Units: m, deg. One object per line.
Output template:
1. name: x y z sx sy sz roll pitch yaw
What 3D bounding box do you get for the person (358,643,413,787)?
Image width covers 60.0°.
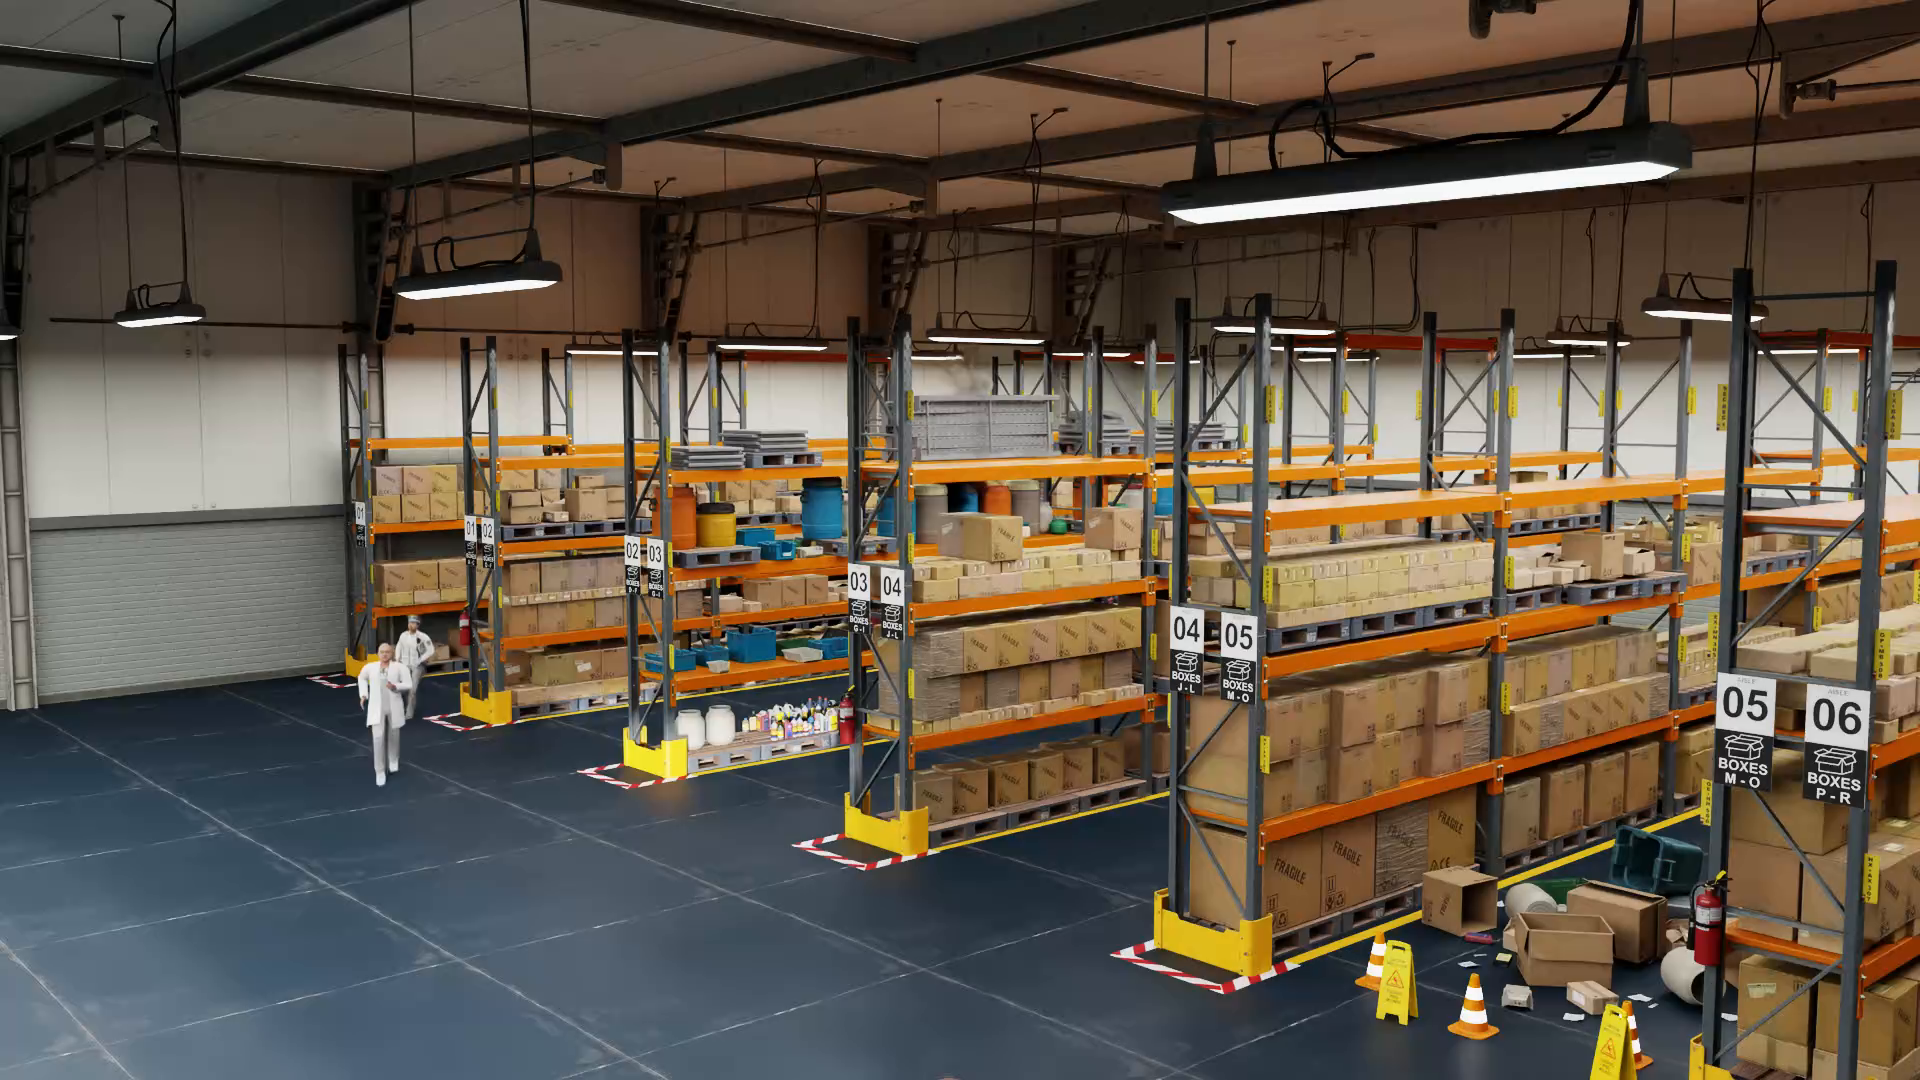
1. person: -7.641 2.280 22.146 0.681 1.823 0.935 -2 5 -19

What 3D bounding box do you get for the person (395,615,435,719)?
1. person: -8.644 1.990 26.369 0.643 1.656 0.512 0 5 5
